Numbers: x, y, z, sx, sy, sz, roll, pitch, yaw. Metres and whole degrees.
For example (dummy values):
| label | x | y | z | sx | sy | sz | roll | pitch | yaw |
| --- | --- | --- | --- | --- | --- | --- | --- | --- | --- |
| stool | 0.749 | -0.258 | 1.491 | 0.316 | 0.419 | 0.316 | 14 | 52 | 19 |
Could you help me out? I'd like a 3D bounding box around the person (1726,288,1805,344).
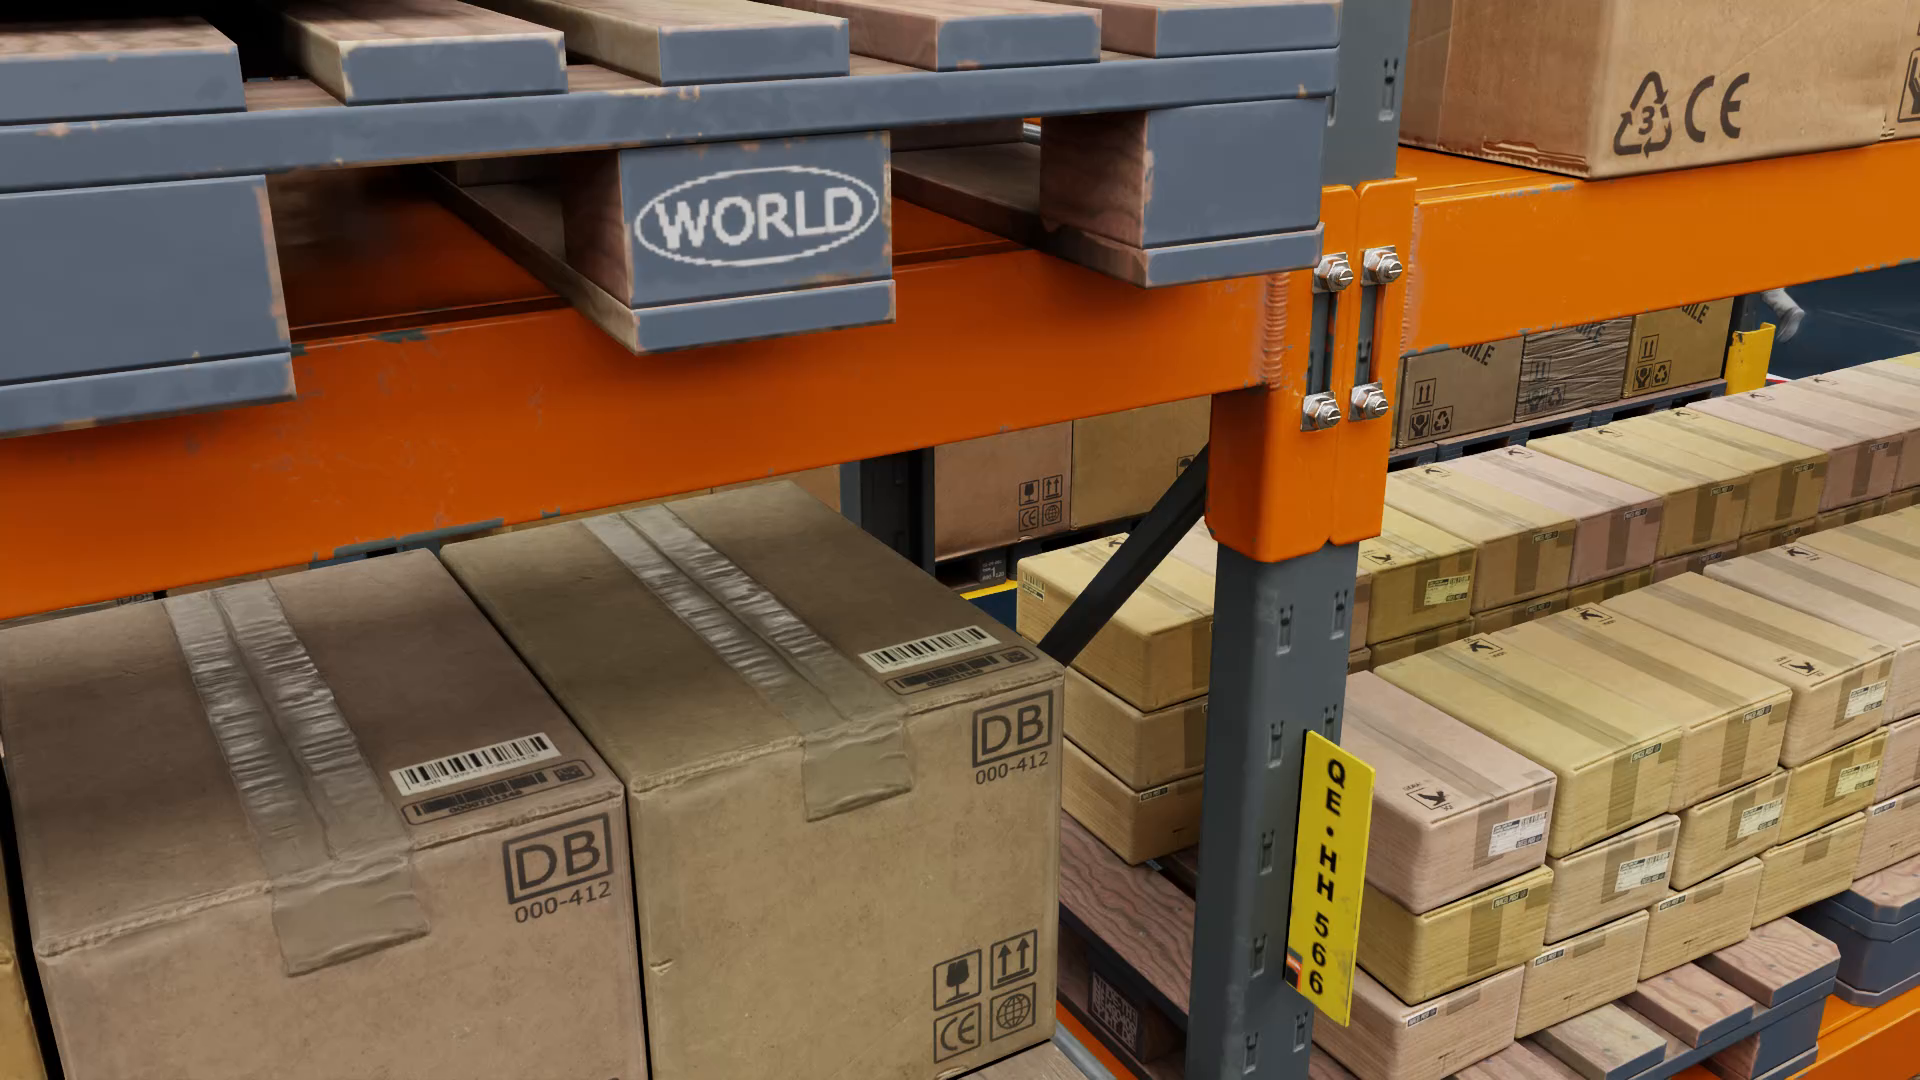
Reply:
| label | x | y | z | sx | sy | sz | roll | pitch | yaw |
| --- | --- | --- | --- | --- | --- | --- | --- | --- | --- |
| person | 5.433 | -2.115 | 11.299 | 0.490 | 1.636 | 0.697 | -12 | 25 | -28 |
